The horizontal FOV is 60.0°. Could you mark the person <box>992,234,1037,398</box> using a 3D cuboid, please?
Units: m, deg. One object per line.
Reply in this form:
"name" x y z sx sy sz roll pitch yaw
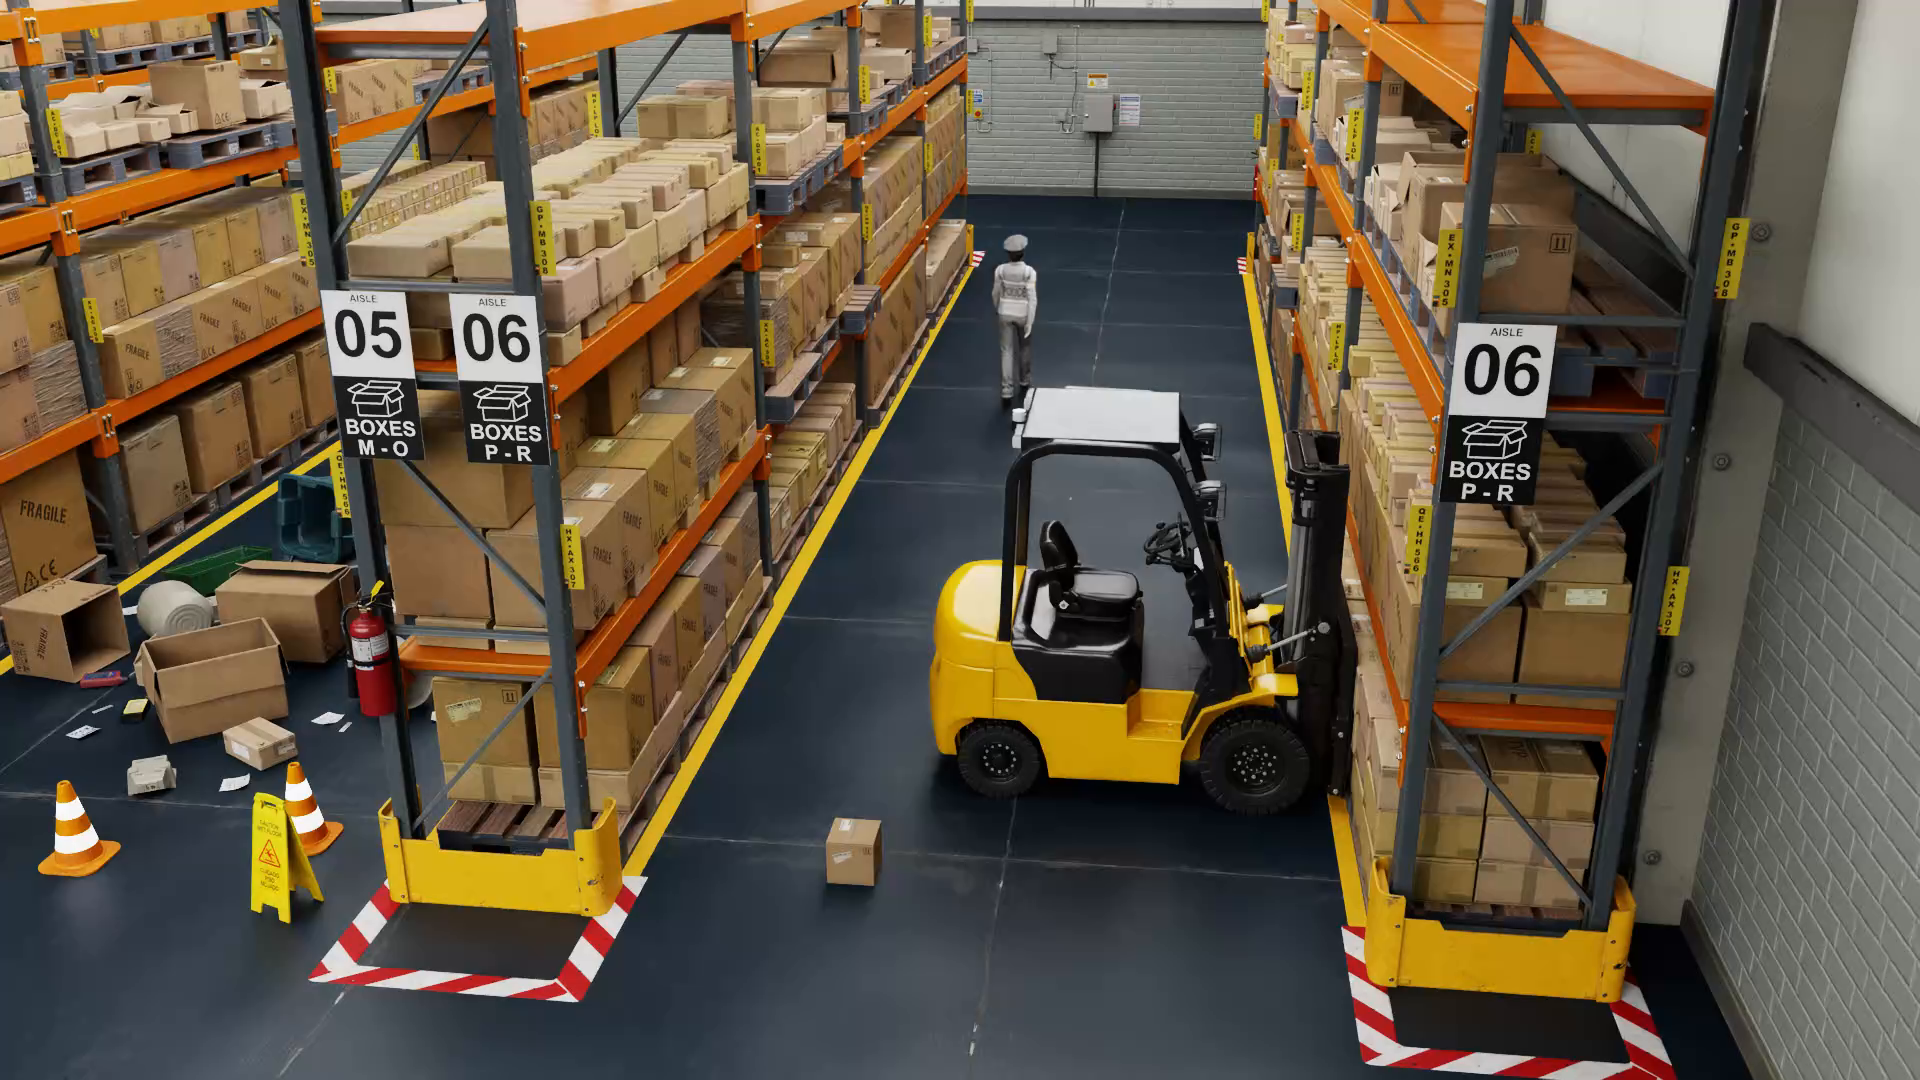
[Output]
"person" 0.555 -2.302 16.931 0.473 1.634 1.004 2 21 5
